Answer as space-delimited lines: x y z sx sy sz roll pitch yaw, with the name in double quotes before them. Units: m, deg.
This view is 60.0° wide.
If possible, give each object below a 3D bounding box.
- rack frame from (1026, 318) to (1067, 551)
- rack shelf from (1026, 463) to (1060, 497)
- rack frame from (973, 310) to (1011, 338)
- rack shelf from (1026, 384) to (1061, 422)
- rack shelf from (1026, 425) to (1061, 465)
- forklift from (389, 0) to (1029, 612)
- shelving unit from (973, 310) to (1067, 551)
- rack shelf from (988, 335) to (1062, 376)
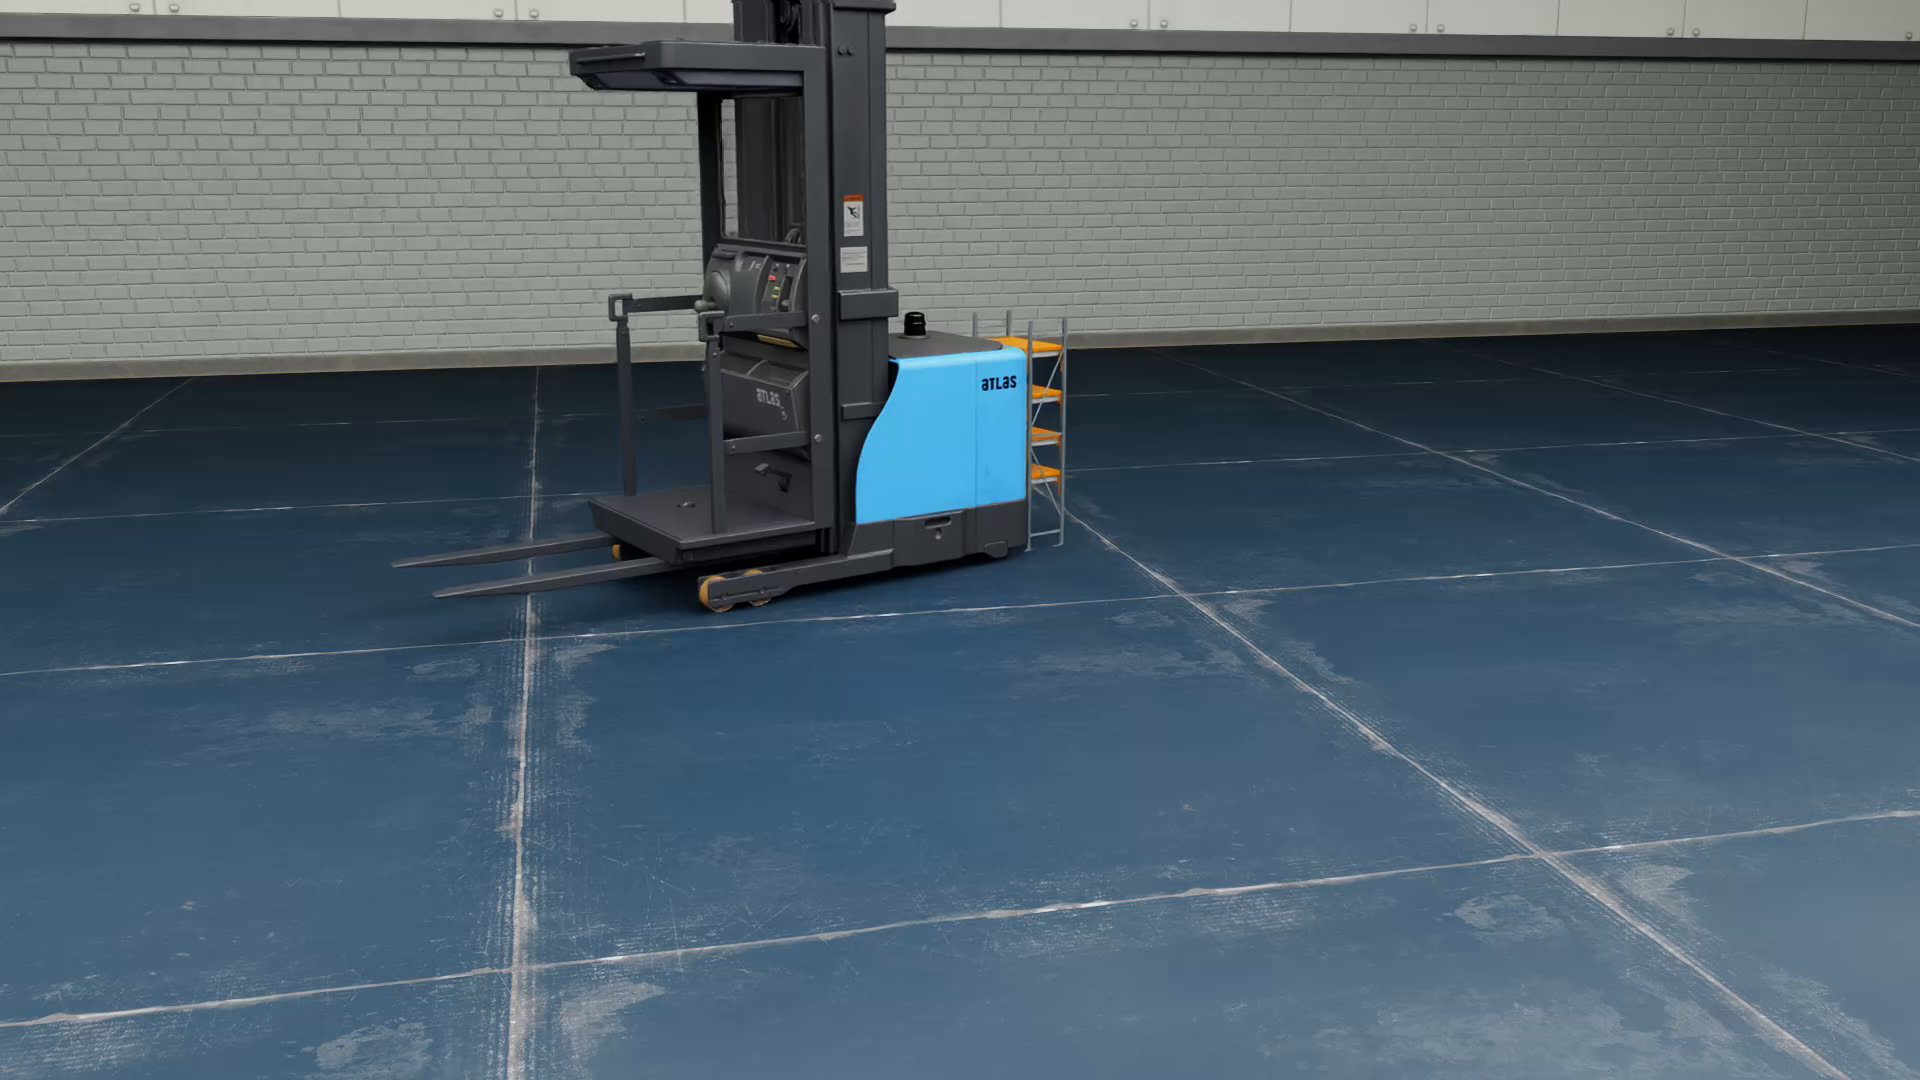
"rack frame" 0.447 -0.540 8.609 0.240 1.200 0.015 -9 16 -33
"rack shelf" 0.308 -0.330 8.867 0.258 0.148 0.480 -9 16 -33
"rack frame" 0.171 -0.636 9.000 0.240 1.200 0.015 -9 16 -33
"rack shelf" 0.309 -0.740 8.767 0.258 0.148 0.480 -9 16 -33
"rack shelf" 0.309 -0.523 8.820 0.258 0.148 0.480 -9 16 -33
"forklift" -1.152 -1.236 7.812 3.031 2.935 1.130 -9 17 -33
"shelving unit" 0.309 -0.588 8.804 0.258 1.200 0.503 -9 16 -33
"rack shelf" 0.310 -0.970 8.711 0.258 0.148 0.480 -9 16 -33
